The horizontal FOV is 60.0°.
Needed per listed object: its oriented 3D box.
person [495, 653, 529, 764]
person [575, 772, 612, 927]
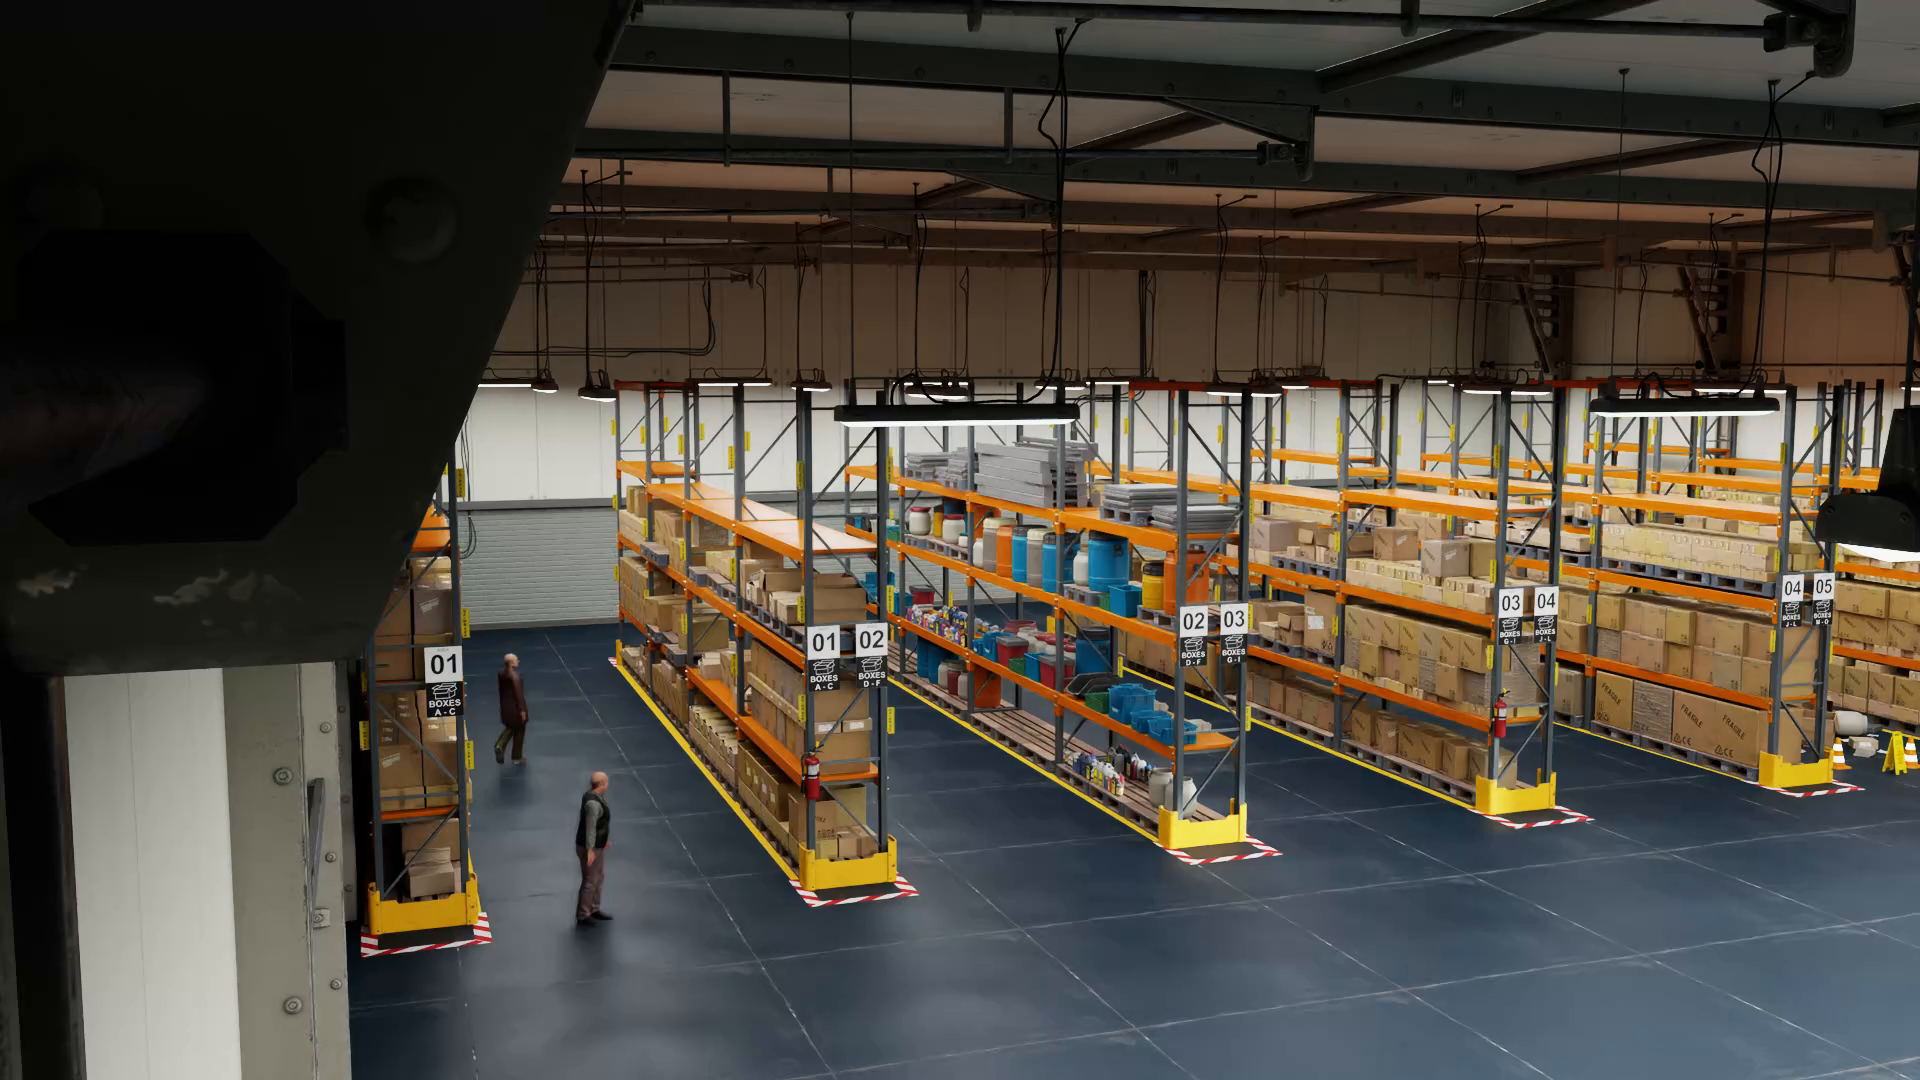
[{"bbox_3d":[-7.094,2.669,26.216,0.560,1.760,0.664,2,6,21],"label":"person"},{"bbox_3d":[-4.173,3.487,18.868,0.413,1.727,0.584,-1,6,-9],"label":"person"}]
